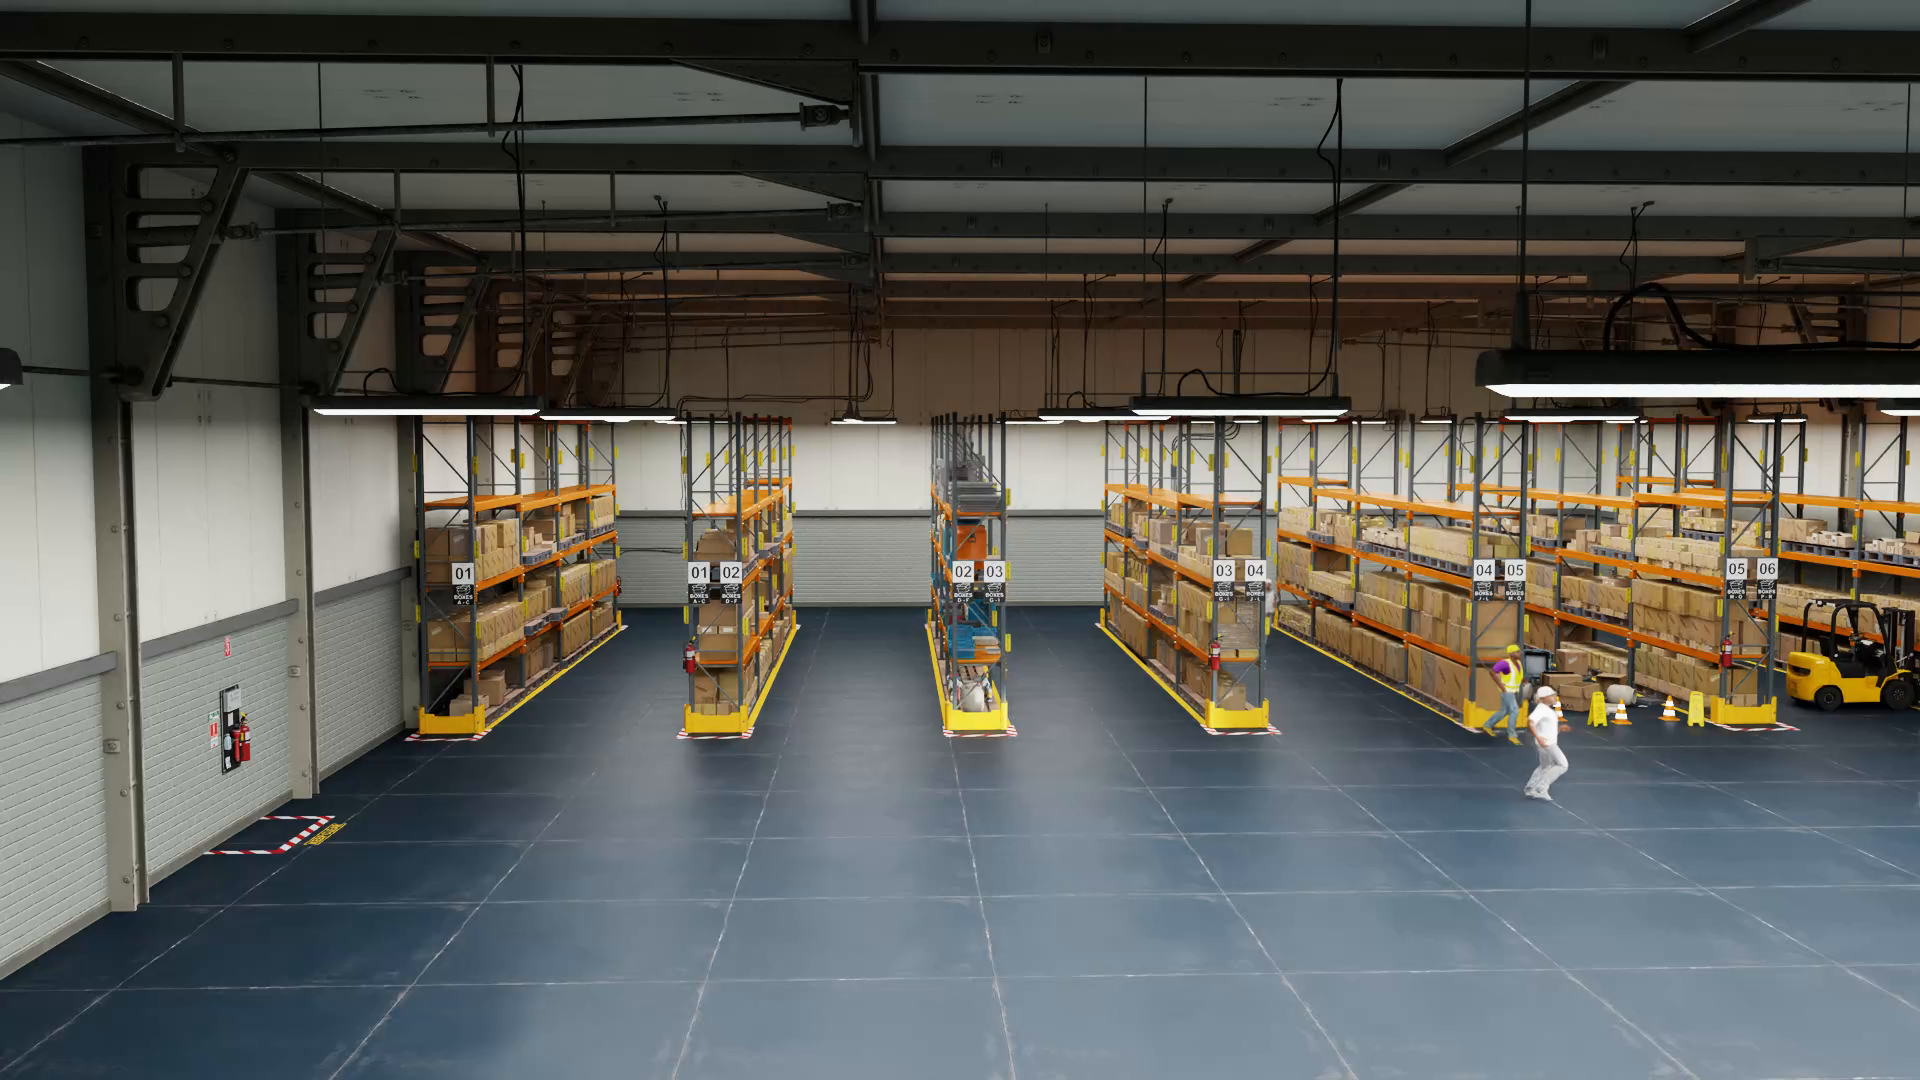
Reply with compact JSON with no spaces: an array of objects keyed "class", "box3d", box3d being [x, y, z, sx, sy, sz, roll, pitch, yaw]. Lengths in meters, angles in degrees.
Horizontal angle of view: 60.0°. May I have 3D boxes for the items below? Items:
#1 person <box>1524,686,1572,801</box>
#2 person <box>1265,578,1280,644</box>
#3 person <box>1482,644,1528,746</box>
[{"class":"person","box3d":[9.001,3.109,25.423,0.678,1.743,0.679,1,4,18]},{"class":"person","box3d":[8.058,1.882,43.560,0.636,1.752,0.660,0,4,-1]},{"class":"person","box3d":[9.948,2.786,30.260,0.833,1.806,0.692,4,5,44]}]
